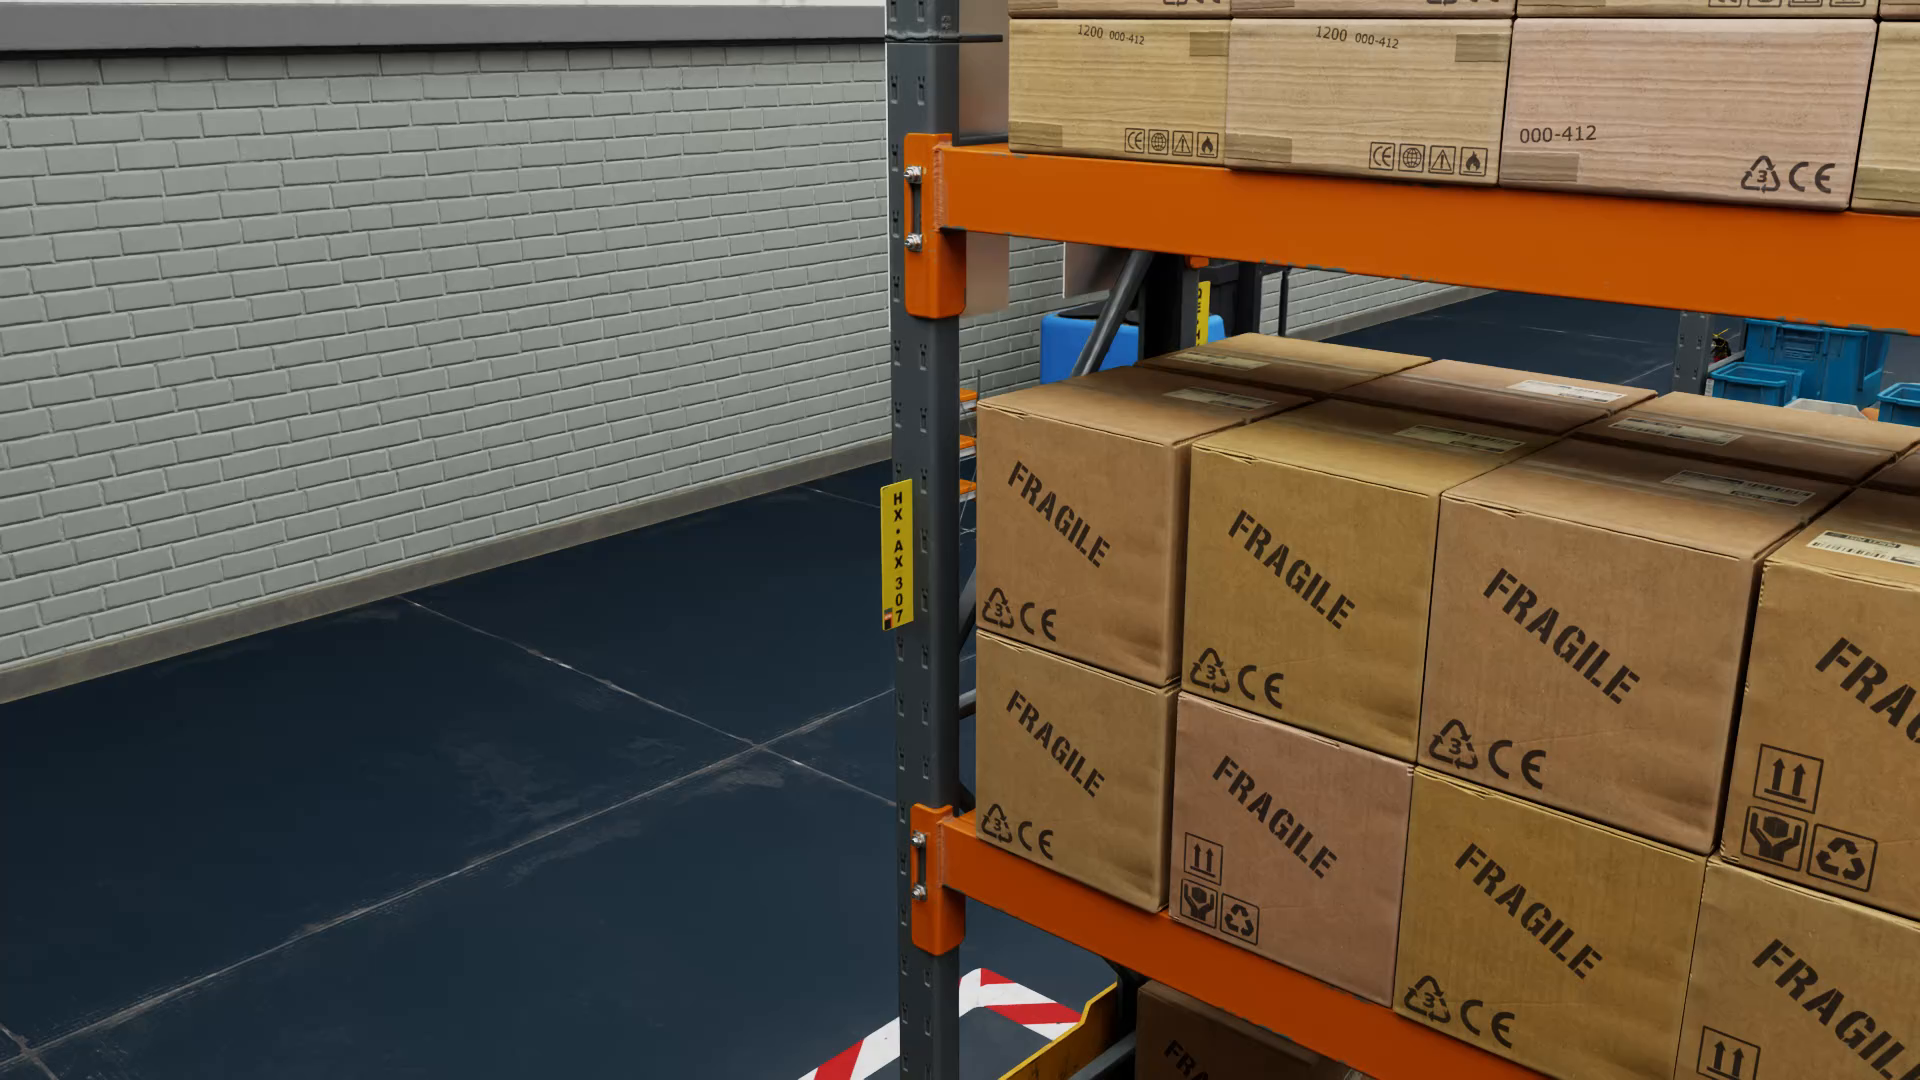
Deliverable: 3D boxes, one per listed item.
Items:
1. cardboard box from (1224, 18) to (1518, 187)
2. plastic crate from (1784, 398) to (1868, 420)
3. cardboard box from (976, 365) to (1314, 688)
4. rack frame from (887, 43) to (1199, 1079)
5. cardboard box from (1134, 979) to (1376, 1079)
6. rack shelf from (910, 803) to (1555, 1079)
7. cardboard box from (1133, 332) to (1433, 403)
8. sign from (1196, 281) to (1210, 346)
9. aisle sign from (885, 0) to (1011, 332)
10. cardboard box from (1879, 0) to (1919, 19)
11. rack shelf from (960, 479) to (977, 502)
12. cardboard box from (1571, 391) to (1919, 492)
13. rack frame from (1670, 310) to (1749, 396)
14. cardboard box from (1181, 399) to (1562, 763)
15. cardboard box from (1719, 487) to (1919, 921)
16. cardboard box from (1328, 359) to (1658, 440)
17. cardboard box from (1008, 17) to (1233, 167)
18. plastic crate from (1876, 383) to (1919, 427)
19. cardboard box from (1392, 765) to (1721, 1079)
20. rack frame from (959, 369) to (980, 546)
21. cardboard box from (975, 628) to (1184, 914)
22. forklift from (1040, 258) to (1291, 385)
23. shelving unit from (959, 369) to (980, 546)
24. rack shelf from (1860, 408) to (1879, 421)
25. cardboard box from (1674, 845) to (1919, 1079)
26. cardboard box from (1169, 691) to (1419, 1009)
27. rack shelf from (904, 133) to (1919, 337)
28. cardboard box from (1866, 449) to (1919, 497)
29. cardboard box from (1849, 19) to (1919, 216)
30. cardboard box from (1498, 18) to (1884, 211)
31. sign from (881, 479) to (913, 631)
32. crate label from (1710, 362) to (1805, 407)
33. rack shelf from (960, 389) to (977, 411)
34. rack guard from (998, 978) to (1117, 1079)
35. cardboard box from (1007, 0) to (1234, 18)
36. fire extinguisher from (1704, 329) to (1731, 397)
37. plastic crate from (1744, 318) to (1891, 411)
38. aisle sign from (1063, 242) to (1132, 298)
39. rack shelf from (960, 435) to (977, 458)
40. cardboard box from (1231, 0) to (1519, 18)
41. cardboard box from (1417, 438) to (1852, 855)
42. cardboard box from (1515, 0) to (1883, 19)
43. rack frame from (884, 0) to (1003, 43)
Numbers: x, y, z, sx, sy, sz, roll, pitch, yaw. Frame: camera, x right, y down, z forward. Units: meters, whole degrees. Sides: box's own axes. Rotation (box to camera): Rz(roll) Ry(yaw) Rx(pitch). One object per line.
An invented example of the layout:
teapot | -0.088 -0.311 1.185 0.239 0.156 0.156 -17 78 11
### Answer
cardboard box | 0.807 -0.772 2.873 0.500 0.250 0.500 15 23 39
plastic crate | 3.668 -0.493 7.043 0.298 0.136 0.250 15 23 39
cardboard box | 0.383 -0.053 3.501 0.500 0.500 0.500 16 24 41
rack frame | 0.226 0.323 4.136 0.127 3.000 1.000 15 23 39
cardboard box | 0.796 1.358 4.279 0.500 0.500 0.500 15 23 39
rack shelf | 1.722 1.067 2.980 4.000 0.370 1.077 15 23 39
cardboard box | 0.742 -0.174 3.884 0.500 0.500 0.500 15 23 39
sign | 0.610 -0.501 4.296 0.005 0.325 0.100 15 23 39
aisle sign | -0.020 -0.864 3.577 0.004 0.787 0.394 15 23 39
cardboard box | 1.557 -0.810 2.167 0.500 0.250 0.500 15 23 39
rack shelf | -0.040 -0.236 10.074 0.240 0.259 0.215 15 23 39
cardboard box | 1.511 0.030 3.241 0.500 0.500 0.500 16 24 41
rack frame | 3.517 -0.797 7.665 0.127 3.000 1.000 15 23 39
cardboard box | 0.779 0.050 3.176 0.500 0.500 0.500 15 23 40
cardboard box | 1.531 0.254 2.535 0.500 0.500 0.500 15 23 39
cardboard box | 1.120 -0.073 3.565 0.500 0.500 0.500 16 24 41
cardboard box | 0.442 -0.875 3.199 0.500 0.250 0.500 15 23 39
plastic crate | 3.976 -0.490 6.874 0.300 0.233 0.416 15 23 39
cardboard box | 1.146 0.628 3.010 0.500 0.500 0.500 15 23 39
rack frame | 0.051 -0.487 9.910 0.008 1.050 0.200 15 23 39
cardboard box | 0.383 0.424 3.652 0.500 0.500 0.500 16 23 40
forklift | 1.820 -2.183 12.145 1.130 2.935 3.031 13 22 34
shelving unit | -0.040 -0.511 9.987 0.252 1.050 0.215 15 23 39
rack shelf | 5.013 -0.053 6.509 4.000 0.370 1.077 15 23 39
cardboard box | 1.519 0.728 2.693 0.500 0.500 0.500 15 23 40
cardboard box | 0.773 0.526 3.330 0.500 0.500 0.500 15 23 39
rack shelf | 1.722 -0.363 2.526 4.000 0.370 1.077 15 23 39
cardboard box | 1.895 0.133 2.916 0.500 0.500 0.500 16 24 41
cardboard box | 1.560 -0.573 2.246 0.500 0.250 0.500 15 23 39
cardboard box | 1.182 -0.672 2.558 0.500 0.250 0.500 15 23 39
sign | -0.134 0.033 3.618 0.005 0.325 0.100 15 23 39
crate label | 3.483 -0.622 7.290 0.303 0.233 0.416 15 23 39
rack shelf | -0.040 -0.772 9.904 0.240 0.259 0.215 15 23 39
rack guard | 0.283 1.529 4.466 0.348 0.500 1.175 15 23 39
cardboard box | 0.438 -1.112 3.119 0.500 0.250 0.500 15 23 39
fire extinguisher | 3.706 -0.716 8.153 0.183 0.674 0.296 15 23 39
plastic crate | 3.891 -0.818 7.572 0.499 0.435 0.616 15 23 39
aisle sign | 0.379 -0.999 4.004 0.004 0.787 0.394 15 23 39
rack shelf | -0.040 -0.501 9.990 0.240 0.259 0.215 15 23 39
cardboard box | 0.807 -1.010 2.797 0.500 0.250 0.500 15 23 39
cardboard box | 1.150 0.152 2.856 0.500 0.500 0.500 15 23 40
cardboard box | 1.185 -0.911 2.486 0.500 0.250 0.500 15 23 39
rack frame | 0.226 -2.537 3.229 0.127 3.000 1.000 15 23 39
